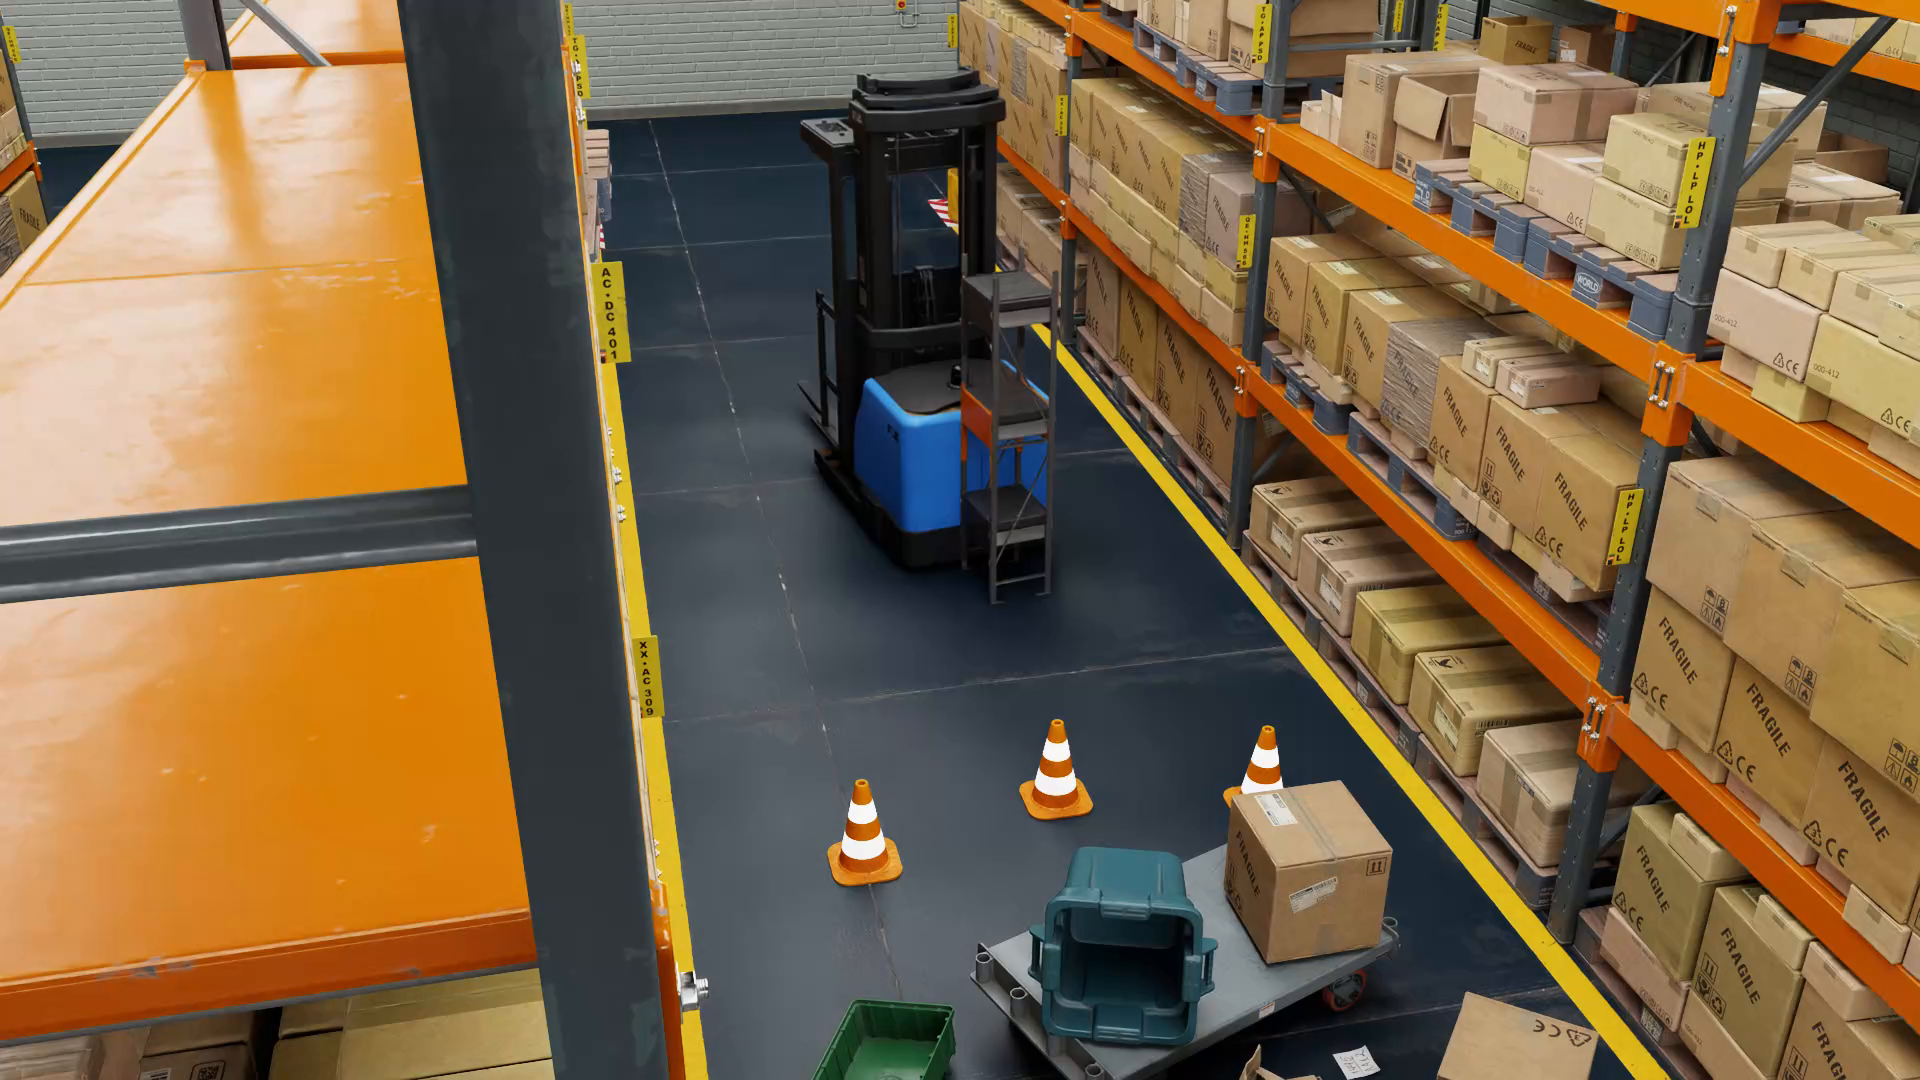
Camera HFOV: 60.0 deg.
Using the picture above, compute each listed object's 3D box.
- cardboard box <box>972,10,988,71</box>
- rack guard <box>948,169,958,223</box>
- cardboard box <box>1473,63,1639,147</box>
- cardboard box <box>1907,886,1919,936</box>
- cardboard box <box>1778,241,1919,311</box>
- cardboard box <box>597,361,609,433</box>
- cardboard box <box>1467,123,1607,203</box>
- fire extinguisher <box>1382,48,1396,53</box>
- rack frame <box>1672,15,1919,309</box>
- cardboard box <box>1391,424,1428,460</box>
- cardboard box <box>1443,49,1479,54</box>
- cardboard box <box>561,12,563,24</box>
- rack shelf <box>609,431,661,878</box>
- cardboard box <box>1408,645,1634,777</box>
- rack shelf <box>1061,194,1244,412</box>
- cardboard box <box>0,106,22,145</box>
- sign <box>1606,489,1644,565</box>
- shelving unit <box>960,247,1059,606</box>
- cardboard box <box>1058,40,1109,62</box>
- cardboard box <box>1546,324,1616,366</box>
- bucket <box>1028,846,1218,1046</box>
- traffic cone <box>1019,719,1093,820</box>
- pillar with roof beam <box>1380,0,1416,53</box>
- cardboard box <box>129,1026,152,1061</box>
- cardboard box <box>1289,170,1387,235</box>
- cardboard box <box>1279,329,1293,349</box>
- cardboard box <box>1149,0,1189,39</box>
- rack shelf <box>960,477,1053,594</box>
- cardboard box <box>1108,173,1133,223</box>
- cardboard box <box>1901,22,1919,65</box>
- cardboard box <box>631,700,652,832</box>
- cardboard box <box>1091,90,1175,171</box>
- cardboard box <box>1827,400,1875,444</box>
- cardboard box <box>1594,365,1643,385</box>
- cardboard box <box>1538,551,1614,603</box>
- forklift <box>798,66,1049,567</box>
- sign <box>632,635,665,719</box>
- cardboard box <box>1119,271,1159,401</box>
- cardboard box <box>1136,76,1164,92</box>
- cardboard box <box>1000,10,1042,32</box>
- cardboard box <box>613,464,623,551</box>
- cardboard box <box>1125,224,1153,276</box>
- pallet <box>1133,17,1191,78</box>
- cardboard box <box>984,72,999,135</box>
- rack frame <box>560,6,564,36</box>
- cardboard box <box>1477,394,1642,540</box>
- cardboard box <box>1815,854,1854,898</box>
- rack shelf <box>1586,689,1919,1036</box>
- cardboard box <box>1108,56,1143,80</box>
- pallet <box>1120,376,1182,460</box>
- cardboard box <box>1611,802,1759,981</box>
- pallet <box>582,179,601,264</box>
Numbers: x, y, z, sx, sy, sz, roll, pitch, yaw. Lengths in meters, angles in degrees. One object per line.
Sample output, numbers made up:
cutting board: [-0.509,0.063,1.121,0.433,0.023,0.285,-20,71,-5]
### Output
cardboard box: [0.421,-4.883,16.222,0.500,0.500,0.500,-7,28,-13]
rack guard: [0.462,-3.753,17.976,1.175,0.500,0.348,-6,27,-12]
cardboard box: [2.665,-1.960,7.467,0.500,0.250,0.500,-6,27,-11]
cardboard box: [3.369,1.114,5.120,0.500,0.500,0.500,-6,27,-11]
cardboard box: [3.011,-0.890,5.596,0.380,0.149,0.250,-5,27,-10]
cardboard box: [-1.006,-0.285,3.820,0.380,0.149,0.250,-6,27,-11]
cardboard box: [2.676,-1.738,7.582,0.500,0.250,0.500,-6,27,-11]
fire extinguisher: [4.819,-5.180,18.531,0.296,0.674,0.183,-6,27,-12]
rack frame: [3.171,-2.268,5.603,1.000,3.000,0.127,-6,27,-12]
cardboard box: [2.479,-0.545,8.661,0.380,0.149,0.250,-5,27,-10]
cardboard box: [5.256,-4.982,17.474,0.500,0.250,0.500,-6,27,-11]
cardboard box: [-2.637,-2.898,10.070,0.500,0.500,0.500,-6,27,-12]
rack shelf: [-2.079,0.400,7.773,1.077,0.370,4.000,-6,27,-12]
cardboard box: [2.885,0.850,8.533,0.950,0.372,0.625,-4,27,-8]
rack shelf: [1.819,-1.903,12.336,1.077,0.370,4.000,-6,27,-12]
cardboard box: [-8.820,-3.732,14.997,0.500,0.250,0.500,-6,27,-12]
sign: [2.631,-0.049,6.580,0.100,0.325,0.005,-6,27,-12]
shelving unit: [0.286,-0.670,10.093,0.431,2.100,0.503,-10,28,-19]
cardboard box: [1.035,-4.112,13.974,0.380,0.149,0.250,-5,27,-10]
cardboard box: [3.065,-0.953,8.029,0.380,0.149,0.250,-4,27,-9]
bucket: [0.648,1.565,6.612,0.726,0.611,0.620,3,17,6]
traffic cone: [0.488,1.115,8.375,0.336,0.463,0.334,-6,27,-12]
pillar with roof beam: [1.378,-8.880,18.703,9.100,9.000,0.400,-6,27,-12]
cardboard box: [-1.246,0.562,2.141,0.380,0.149,0.250,-5,27,-11]
cardboard box: [2.397,-2.078,10.665,0.500,0.500,0.500,-7,28,-13]
cardboard box: [2.162,-1.260,10.076,0.380,0.149,0.250,-8,28,-15]
cardboard box: [1.590,-3.661,11.116,0.500,0.500,0.500,-6,27,-11]
rack shelf: [0.286,-0.033,10.414,0.431,0.518,0.480,-10,28,-19]
cardboard box: [1.426,-2.586,12.503,0.500,0.250,0.500,-6,27,-11]
cardboard box: [6.753,-3.324,11.192,0.500,0.250,0.500,-7,28,-13]
cardboard box: [-0.662,0.386,2.491,0.380,0.149,0.250,-6,27,-11]
cardboard box: [1.329,-3.150,12.788,0.500,0.500,0.500,-6,27,-12]
cardboard box: [3.171,-0.437,5.583,0.380,0.149,0.250,-6,27,-12]
cardboard box: [3.134,-0.628,8.105,0.500,0.500,0.500,-6,27,-12]
cardboard box: [2.787,0.137,7.309,0.380,0.149,0.250,-6,27,-11]
forklift: [-0.410,-1.779,11.369,1.130,2.935,3.031,-10,28,-19]
sign: [-1.088,0.478,5.771,0.100,0.325,0.005,-6,27,-12]
cardboard box: [1.797,-1.681,12.990,0.875,0.875,0.875,-5,27,-10]
cardboard box: [1.714,-3.422,13.327,0.500,0.500,0.500,-5,27,-10]
cardboard box: [0.586,-4.770,15.277,0.380,0.149,0.250,-7,28,-13]
cardboard box: [-1.824,-0.010,7.676,0.500,0.500,0.500,-6,27,-11]
cardboard box: [1.532,-2.141,12.176,0.500,0.250,0.500,-6,27,-12]
pallet: [1.818,-3.369,11.322,1.003,0.211,1.213,-5,27,-9]
cardboard box: [0.534,-4.218,16.014,0.500,0.500,0.500,-6,27,-12]
rack frame: [-2.530,-3.477,7.999,1.000,3.000,0.127,-6,27,-12]
cardboard box: [2.731,-0.352,7.558,0.500,0.500,0.500,-6,27,-11]
cardboard box: [3.239,1.138,5.791,0.380,0.149,0.250,-6,27,-12]
rack shelf: [3.622,1.609,5.378,1.077,0.370,4.000,-6,27,-12]
cardboard box: [1.497,-3.827,14.128,0.500,0.500,0.500,-6,27,-11]
pallet: [1.894,-0.989,12.822,1.003,0.211,1.213,-6,27,-12]
cardboard box: [3.041,1.402,6.744,0.500,0.500,0.500,-5,27,-9]
pallet: [-2.078,-1.286,7.196,1.003,0.211,1.213,-5,27,-9]
